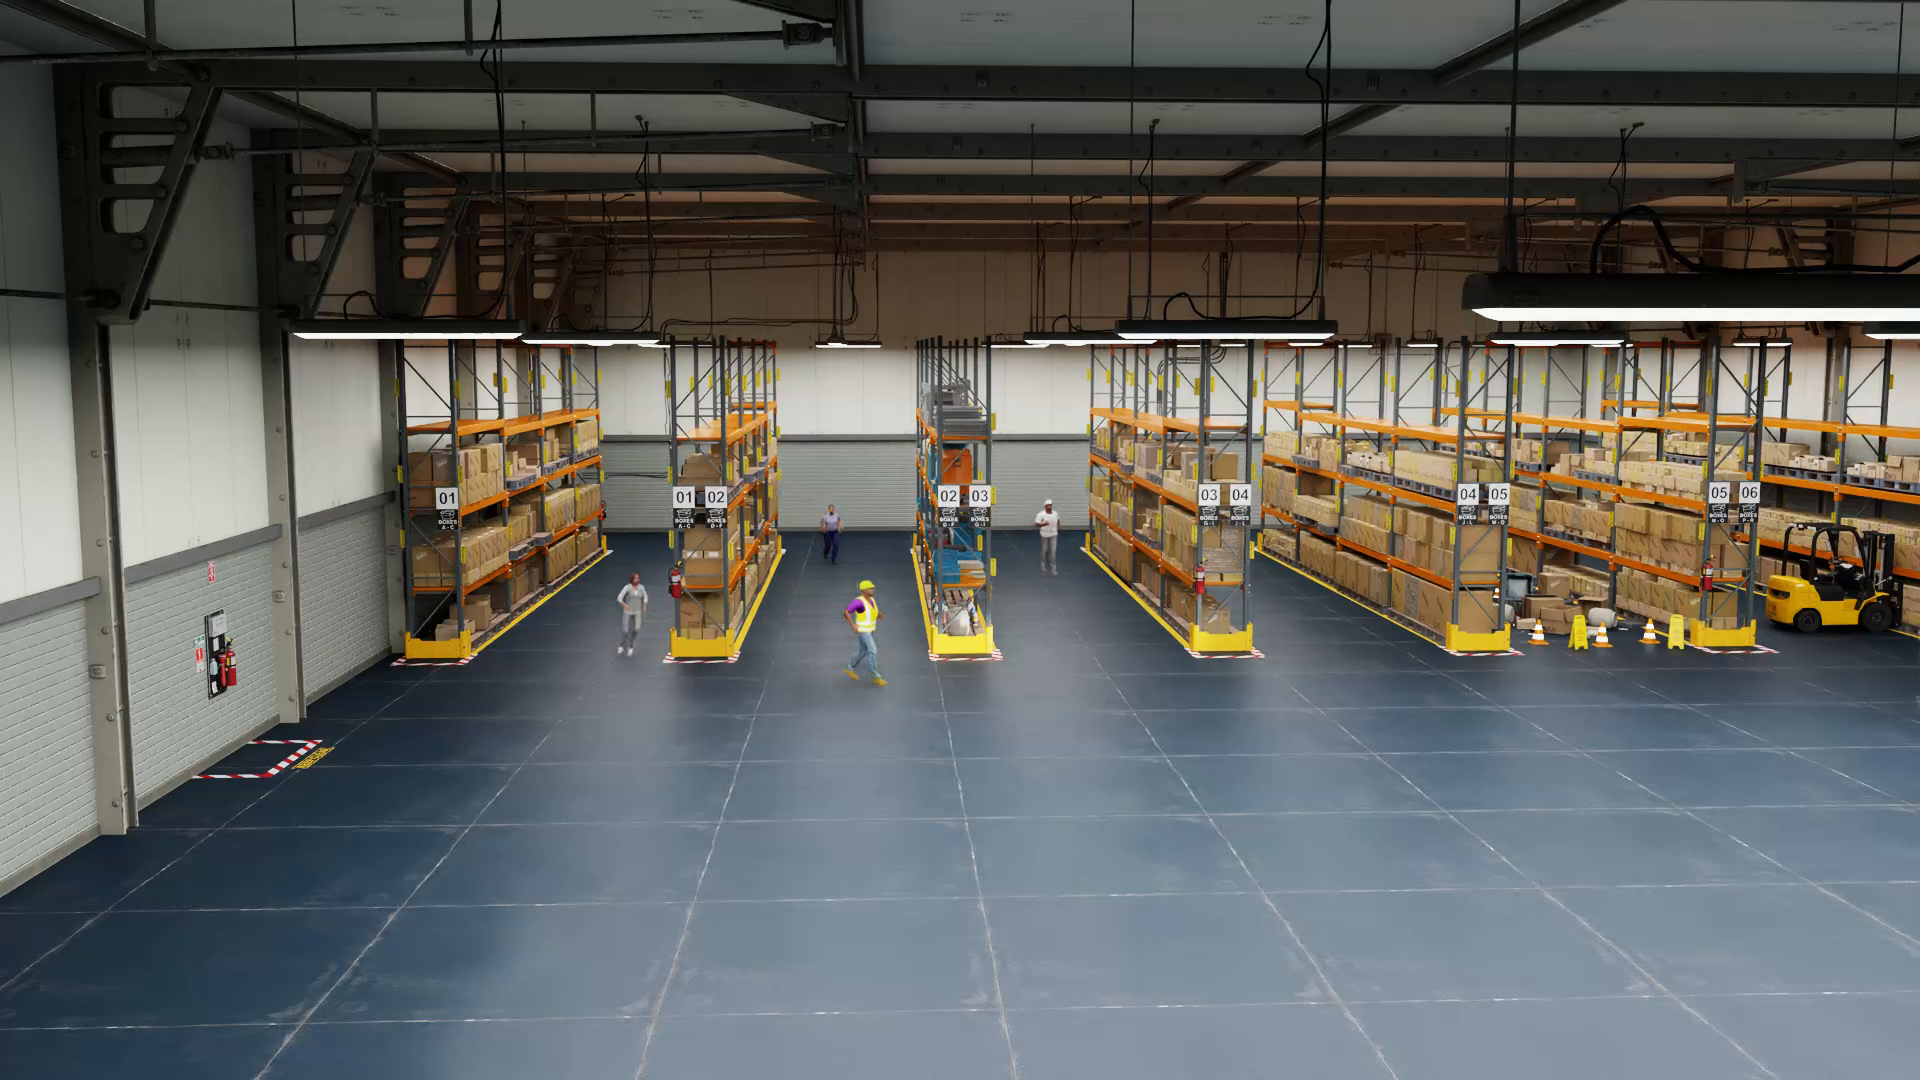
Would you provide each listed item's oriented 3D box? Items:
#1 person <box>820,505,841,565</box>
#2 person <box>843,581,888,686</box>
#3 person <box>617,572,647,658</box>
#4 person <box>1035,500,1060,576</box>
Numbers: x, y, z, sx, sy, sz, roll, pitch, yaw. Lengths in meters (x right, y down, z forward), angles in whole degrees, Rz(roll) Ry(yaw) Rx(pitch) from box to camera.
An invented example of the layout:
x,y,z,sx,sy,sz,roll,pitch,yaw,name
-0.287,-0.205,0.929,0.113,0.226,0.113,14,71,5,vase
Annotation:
x,y,z,sx,sy,sz,roll,pitch,yaw,name
-3.479,-0.156,44.823,0.599,1.616,0.755,-2,7,-16,person
-1.616,1.578,28.589,0.896,1.773,0.707,2,7,20,person
-6.153,1.397,31.314,0.601,1.587,0.615,-3,7,-22,person
2.167,-0.074,40.617,0.684,1.827,0.754,-2,7,-15,person
